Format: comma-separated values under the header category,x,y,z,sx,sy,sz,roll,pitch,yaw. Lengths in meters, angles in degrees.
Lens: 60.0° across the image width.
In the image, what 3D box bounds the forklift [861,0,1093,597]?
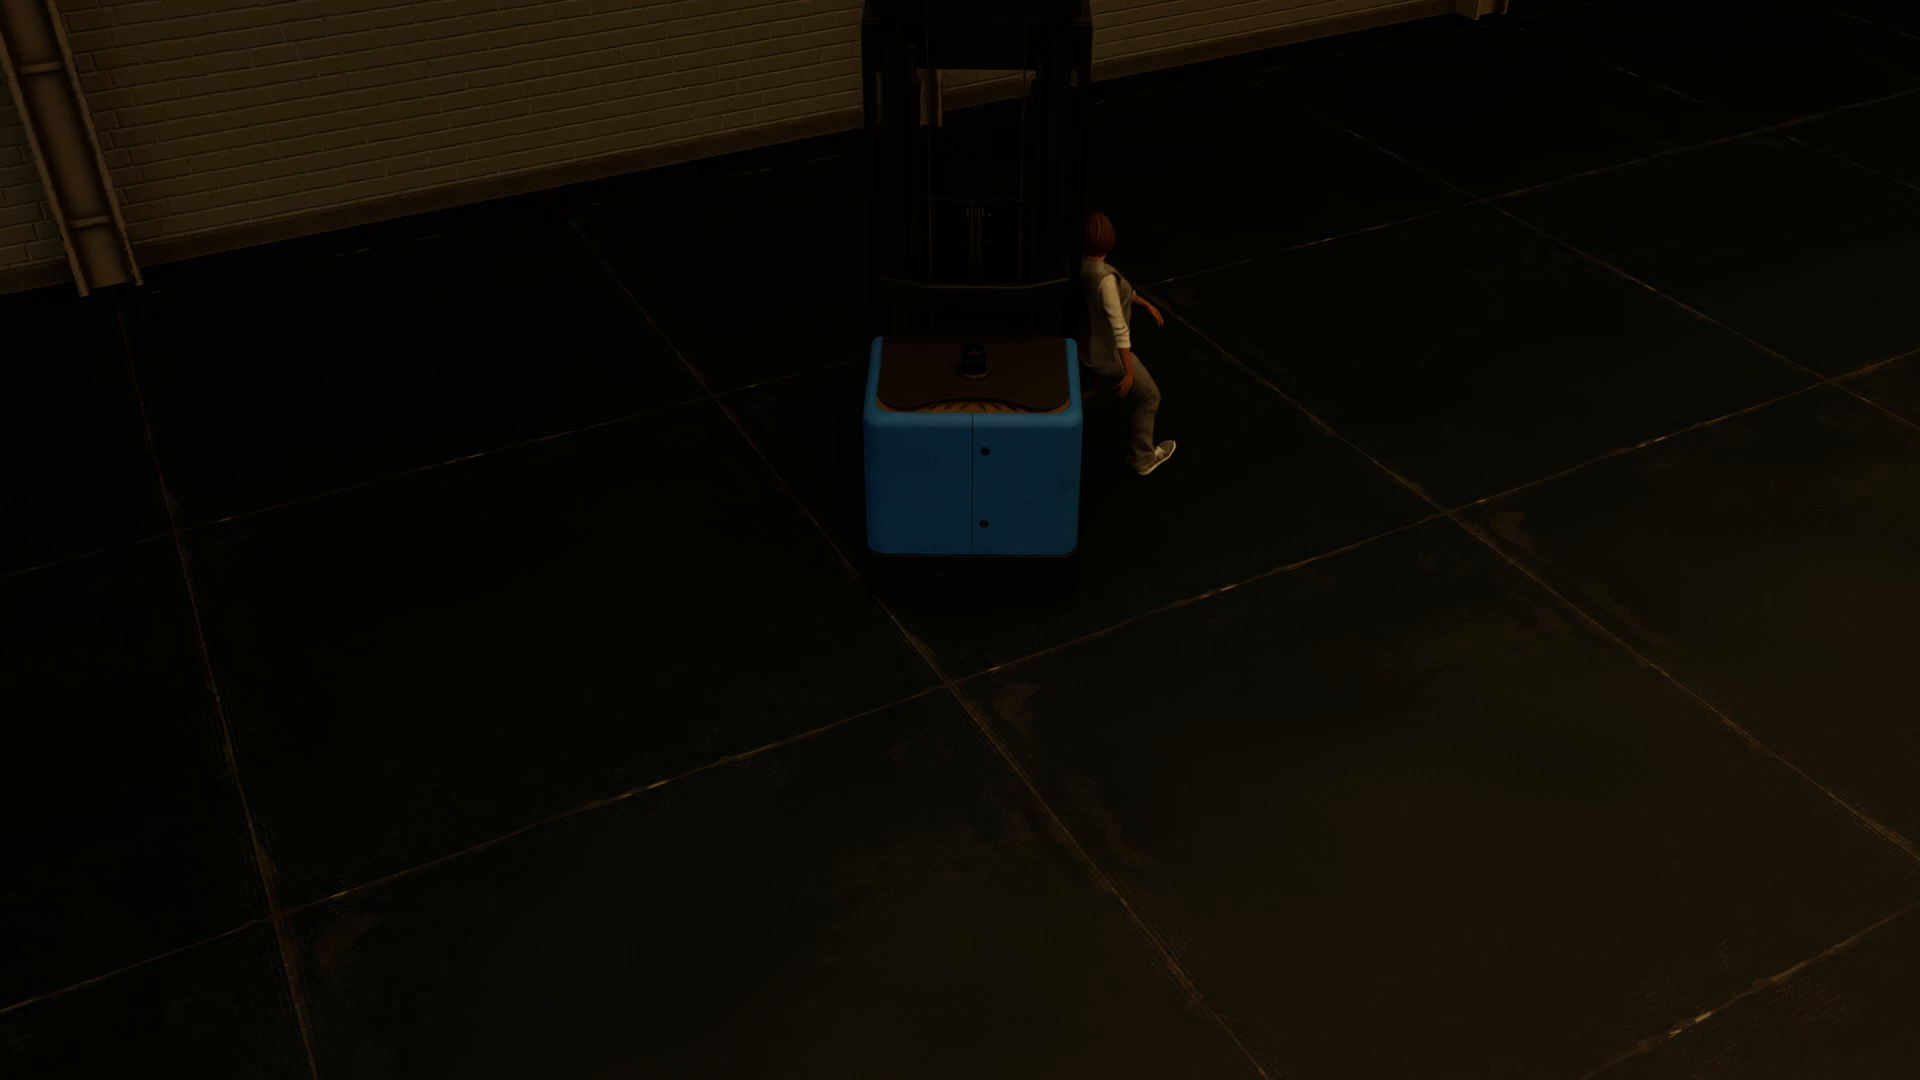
category,x,y,z,sx,sy,sz,roll,pitch,yaw
forklift,0.083,-1.738,8.582,1.130,2.935,3.031,1,35,1

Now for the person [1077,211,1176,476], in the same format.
category,x,y,z,sx,sy,sz,roll,pitch,yaw
person,0.786,-0.988,8.760,0.769,1.514,0.571,-20,40,-26
